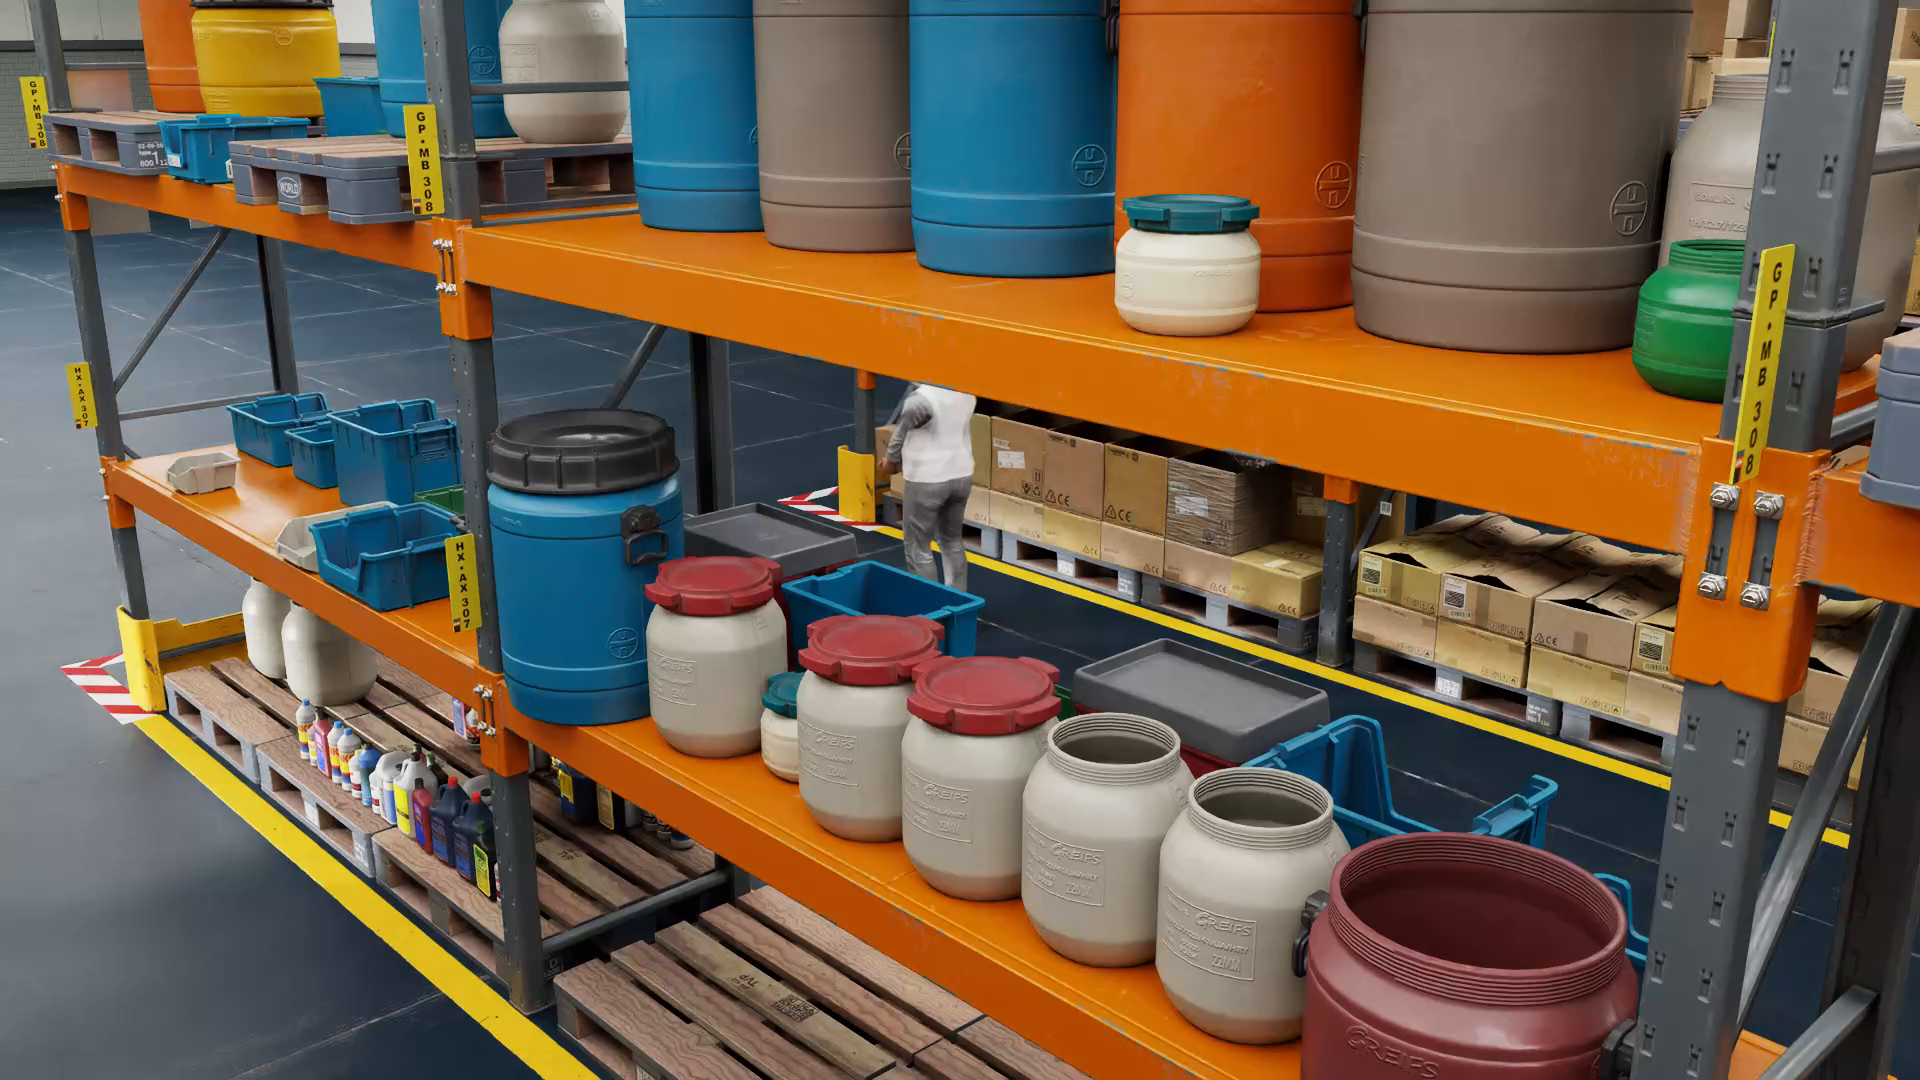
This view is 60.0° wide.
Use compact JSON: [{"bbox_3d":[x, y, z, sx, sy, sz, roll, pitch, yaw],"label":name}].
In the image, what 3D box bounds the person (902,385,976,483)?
[{"bbox_3d":[-0.136,-0.358,9.675,0.446,1.762,0.388,-15,23,-40],"label":"person"}]
